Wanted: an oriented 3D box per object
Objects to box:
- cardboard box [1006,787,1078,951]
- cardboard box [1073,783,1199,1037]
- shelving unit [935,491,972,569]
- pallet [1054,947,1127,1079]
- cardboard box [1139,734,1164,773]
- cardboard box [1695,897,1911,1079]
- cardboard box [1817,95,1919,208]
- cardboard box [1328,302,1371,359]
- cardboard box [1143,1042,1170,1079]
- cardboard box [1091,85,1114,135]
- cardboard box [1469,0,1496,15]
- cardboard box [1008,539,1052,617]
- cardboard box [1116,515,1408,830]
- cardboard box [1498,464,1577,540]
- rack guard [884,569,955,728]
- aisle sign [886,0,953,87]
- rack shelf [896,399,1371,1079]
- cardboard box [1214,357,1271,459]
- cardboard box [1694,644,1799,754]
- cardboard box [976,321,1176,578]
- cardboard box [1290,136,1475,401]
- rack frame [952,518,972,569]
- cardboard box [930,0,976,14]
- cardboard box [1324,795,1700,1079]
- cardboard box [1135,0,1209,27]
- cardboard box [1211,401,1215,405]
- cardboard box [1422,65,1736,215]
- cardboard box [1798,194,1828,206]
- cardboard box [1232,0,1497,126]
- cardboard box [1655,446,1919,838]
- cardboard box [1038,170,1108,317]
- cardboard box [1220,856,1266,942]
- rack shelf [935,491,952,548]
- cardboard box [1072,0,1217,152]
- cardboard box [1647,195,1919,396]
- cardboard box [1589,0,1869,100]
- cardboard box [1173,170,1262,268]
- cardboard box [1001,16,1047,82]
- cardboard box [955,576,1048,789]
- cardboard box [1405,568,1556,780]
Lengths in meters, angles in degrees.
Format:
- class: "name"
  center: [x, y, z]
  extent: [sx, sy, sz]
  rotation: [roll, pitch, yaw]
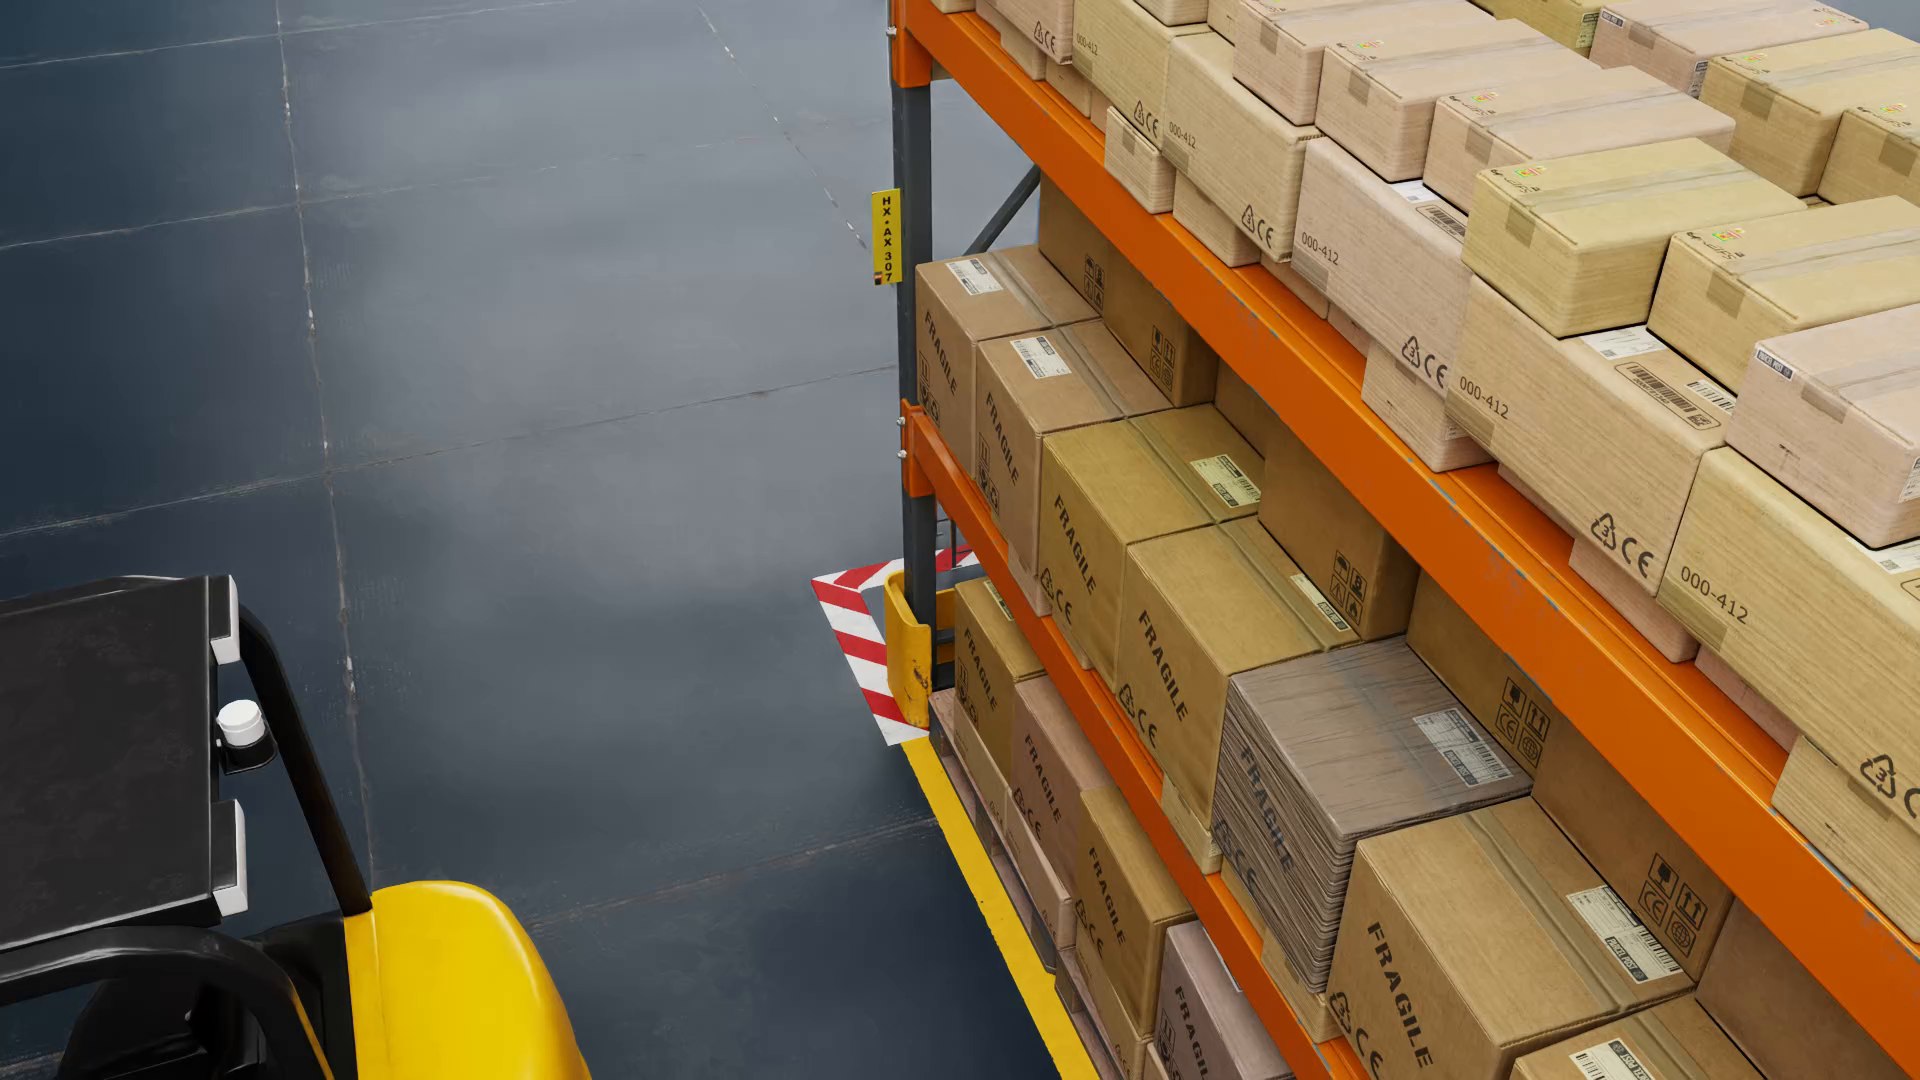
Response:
- class: "cardboard box"
  center: [0.466, 0.999, 5.367]
  extent: [0.500, 0.250, 0.500]
  rotation: [-11, 38, -14]
- class: "cardboard box"
  center: [0.655, 1.003, 4.739]
  extent: [0.500, 0.500, 0.500]
  rotation: [-12, 39, -15]
- class: "shelving unit"
  center: [0.018, -0.389, 6.894]
  extent: [0.215, 1.050, 0.252]
  rotation: [-12, 39, -16]
- class: "pallet"
  center: [0.968, 1.577, 4.981]
  extent: [1.003, 0.211, 1.213]
  rotation: [-12, 39, -16]
- class: "cardboard box"
  center: [0.692, 0.491, 4.314]
  extent: [0.380, 0.149, 0.250]
  rotation: [-13, 39, -17]
- class: "cardboard box"
  center: [1.708, 0.674, 2.701]
  extent: [0.700, 0.500, 0.500]
  rotation: [-13, 39, -16]
- class: "cardboard box"
  center: [1.589, -0.582, 2.583]
  extent: [0.380, 0.149, 0.250]
  rotation: [-13, 39, -16]
- class: "cardboard box"
  center: [0.910, -0.436, 3.051]
  extent: [0.380, 0.149, 0.250]
  rotation: [-12, 39, -15]
- class: "cardboard box"
  center: [0.837, 1.591, 4.581]
  extent: [0.500, 0.250, 0.500]
  rotation: [-12, 39, -15]
- class: "cardboard box"
  center: [0.525, -1.007, 3.809]
  extent: [0.380, 0.149, 0.250]
  rotation: [-14, 39, -17]
- class: "cardboard box"
  center: [1.232, -1.161, 3.352]
  extent: [0.380, 0.149, 0.250]
  rotation: [-11, 38, -15]
- class: "cardboard box"
  center: [0.361, 0.060, 4.886]
  extent: [0.380, 0.149, 0.250]
  rotation: [-12, 39, -15]
- class: "cardboard box"
  center: [0.722, 0.297, 4.032]
  extent: [0.500, 0.500, 0.500]
  rotation: [-13, 39, -17]
- class: "cardboard box"
  center: [1.103, -0.141, 2.660]
  extent: [0.380, 0.149, 0.250]
  rotation: [-14, 39, -17]
- class: "rack guard"
  center: [0.305, 0.307, 6.427]
  extent: [1.175, 0.500, 0.348]
  rotation: [-12, 39, -16]
- class: "aisle sign"
  center: [-0.033, -1.743, 4.911]
  extent: [0.394, 0.787, 0.004]
  rotation: [-12, 39, -16]
- class: "rack shelf"
  center: [0.967, 0.683, 4.448]
  extent: [1.077, 0.370, 4.000]
  rotation: [-12, 39, -16]
- class: "cardboard box"
  center: [1.099, -0.495, 4.252]
  extent: [0.700, 0.500, 0.500]
  rotation: [-13, 39, -16]
- class: "cardboard box"
  center: [1.256, 0.152, 2.271]
  extent: [0.380, 0.149, 0.250]
  rotation: [-12, 39, -15]
- class: "cardboard box"
  center: [0.363, -0.276, 4.793]
  extent: [0.500, 0.500, 0.500]
  rotation: [-11, 38, -15]
- class: "cardboard box"
  center: [0.914, -0.502, 2.807]
  extent: [0.500, 0.250, 0.500]
  rotation: [-13, 39, -17]
- class: "rack frame"
  center: [0.060, -0.320, 6.803]
  extent: [0.200, 1.050, 0.008]
  rotation: [-12, 39, -16]
- class: "cardboard box"
  center: [0.088, -1.577, 4.567]
  extent: [0.380, 0.149, 0.250]
  rotation: [-12, 39, -16]
- class: "cardboard box"
  center: [1.086, 0.878, 3.261]
  extent: [0.500, 0.500, 0.500]
  rotation: [-11, 38, -14]
- class: "cardboard box"
  center: [0.545, -1.173, 3.366]
  extent: [0.380, 0.149, 0.250]
  rotation: [-11, 38, -15]
- class: "cardboard box"
  center: [0.893, -0.360, 4.904]
  extent: [0.500, 0.500, 0.500]
  rotation: [-12, 39, -16]
- class: "cardboard box"
  center: [0.969, -0.610, 2.620]
  extent: [0.380, 0.149, 0.250]
  rotation: [-13, 39, -17]
- class: "cardboard box"
  center: [1.415, -0.612, 2.954]
  extent: [0.500, 0.250, 0.500]
  rotation: [-12, 39, -16]
- class: "cardboard box"
  center: [0.718, -0.881, 2.979]
  extent: [0.380, 0.149, 0.250]
  rotation: [-12, 39, -15]
- class: "cardboard box"
  center: [1.250, 0.074, 2.043]
  extent: [0.500, 0.250, 0.500]
  rotation: [-13, 39, -16]
- class: "cardboard box"
  center: [0.660, -1.049, 4.988]
  extent: [0.700, 0.500, 0.500]
  rotation: [-13, 39, -17]
- class: "cardboard box"
  center: [0.846, 0.783, 3.926]
  extent: [0.380, 0.149, 0.250]
  rotation: [-13, 39, -17]
- class: "rack shelf"
  center: [0.018, -0.159, 7.068]
  extent: [0.215, 0.259, 0.240]
  rotation: [-12, 39, -16]
- class: "cardboard box"
  center: [0.567, -1.079, 3.573]
  extent: [0.500, 0.250, 0.500]
  rotation: [-11, 38, -15]
- class: "cardboard box"
  center: [1.175, -0.321, 2.236]
  extent: [0.380, 0.149, 0.250]
  rotation: [-12, 38, -15]
- class: "cardboard box"
  center: [1.354, -0.861, 2.953]
  extent: [0.380, 0.149, 0.250]
  rotation: [-13, 39, -17]
- class: "cardboard box"
  center: [0.666, -0.708, 3.412]
  extent: [0.380, 0.149, 0.250]
  rotation: [-13, 39, -17]
- class: "cardboard box"
  center: [0.322, -1.291, 4.186]
  extent: [0.380, 0.149, 0.250]
  rotation: [-11, 38, -15]
- class: "cardboard box"
  center: [0.306, 0.423, 5.508]
  extent: [0.500, 0.500, 0.500]
  rotation: [-14, 39, -17]
- class: "cardboard box"
  center: [1.405, 0.091, 3.474]
  extent: [0.700, 0.500, 0.500]
  rotation: [-13, 39, -17]
